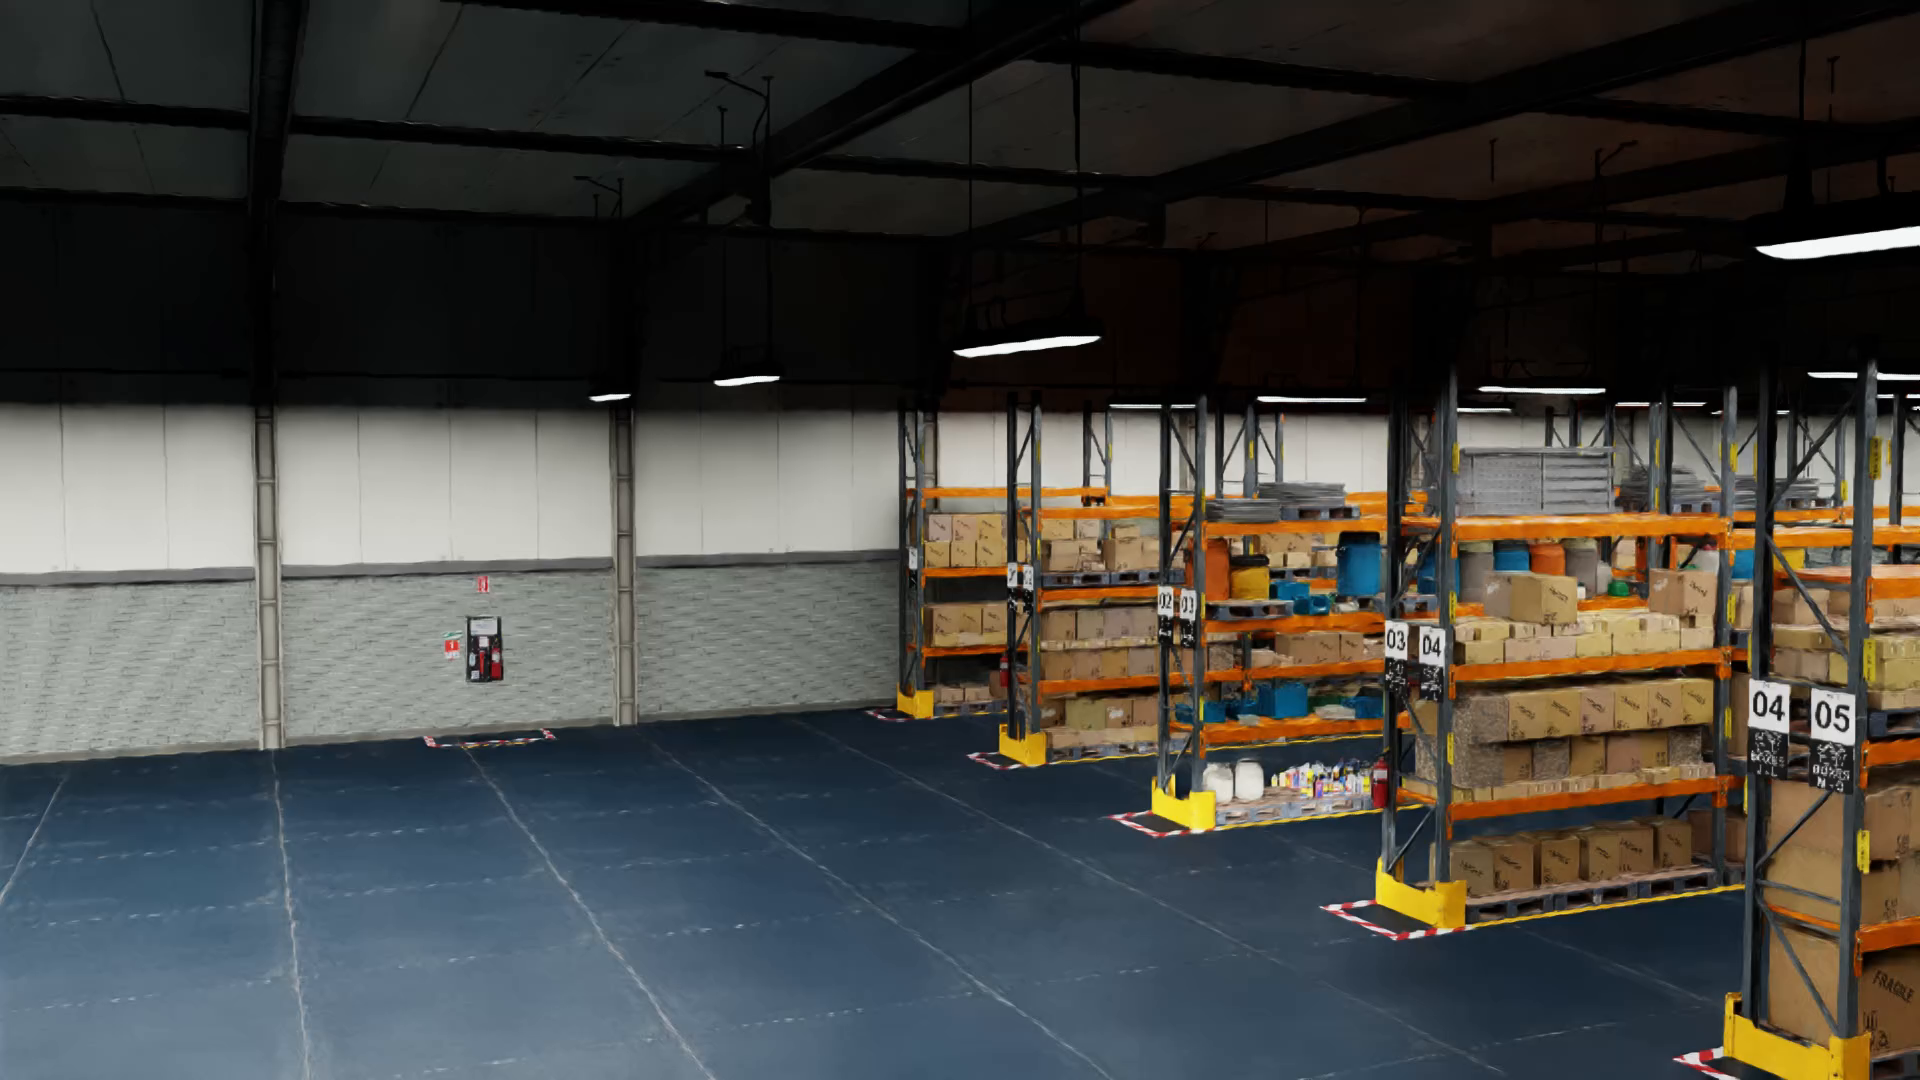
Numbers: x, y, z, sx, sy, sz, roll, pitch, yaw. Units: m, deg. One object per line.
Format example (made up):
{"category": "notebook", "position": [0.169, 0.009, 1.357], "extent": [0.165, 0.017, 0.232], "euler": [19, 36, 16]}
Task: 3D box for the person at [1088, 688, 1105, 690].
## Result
{"category": "person", "position": [2.299, 2.524, 30.178], "extent": [1.031, 1.724, 0.554], "euler": [-2, 4, -32]}
